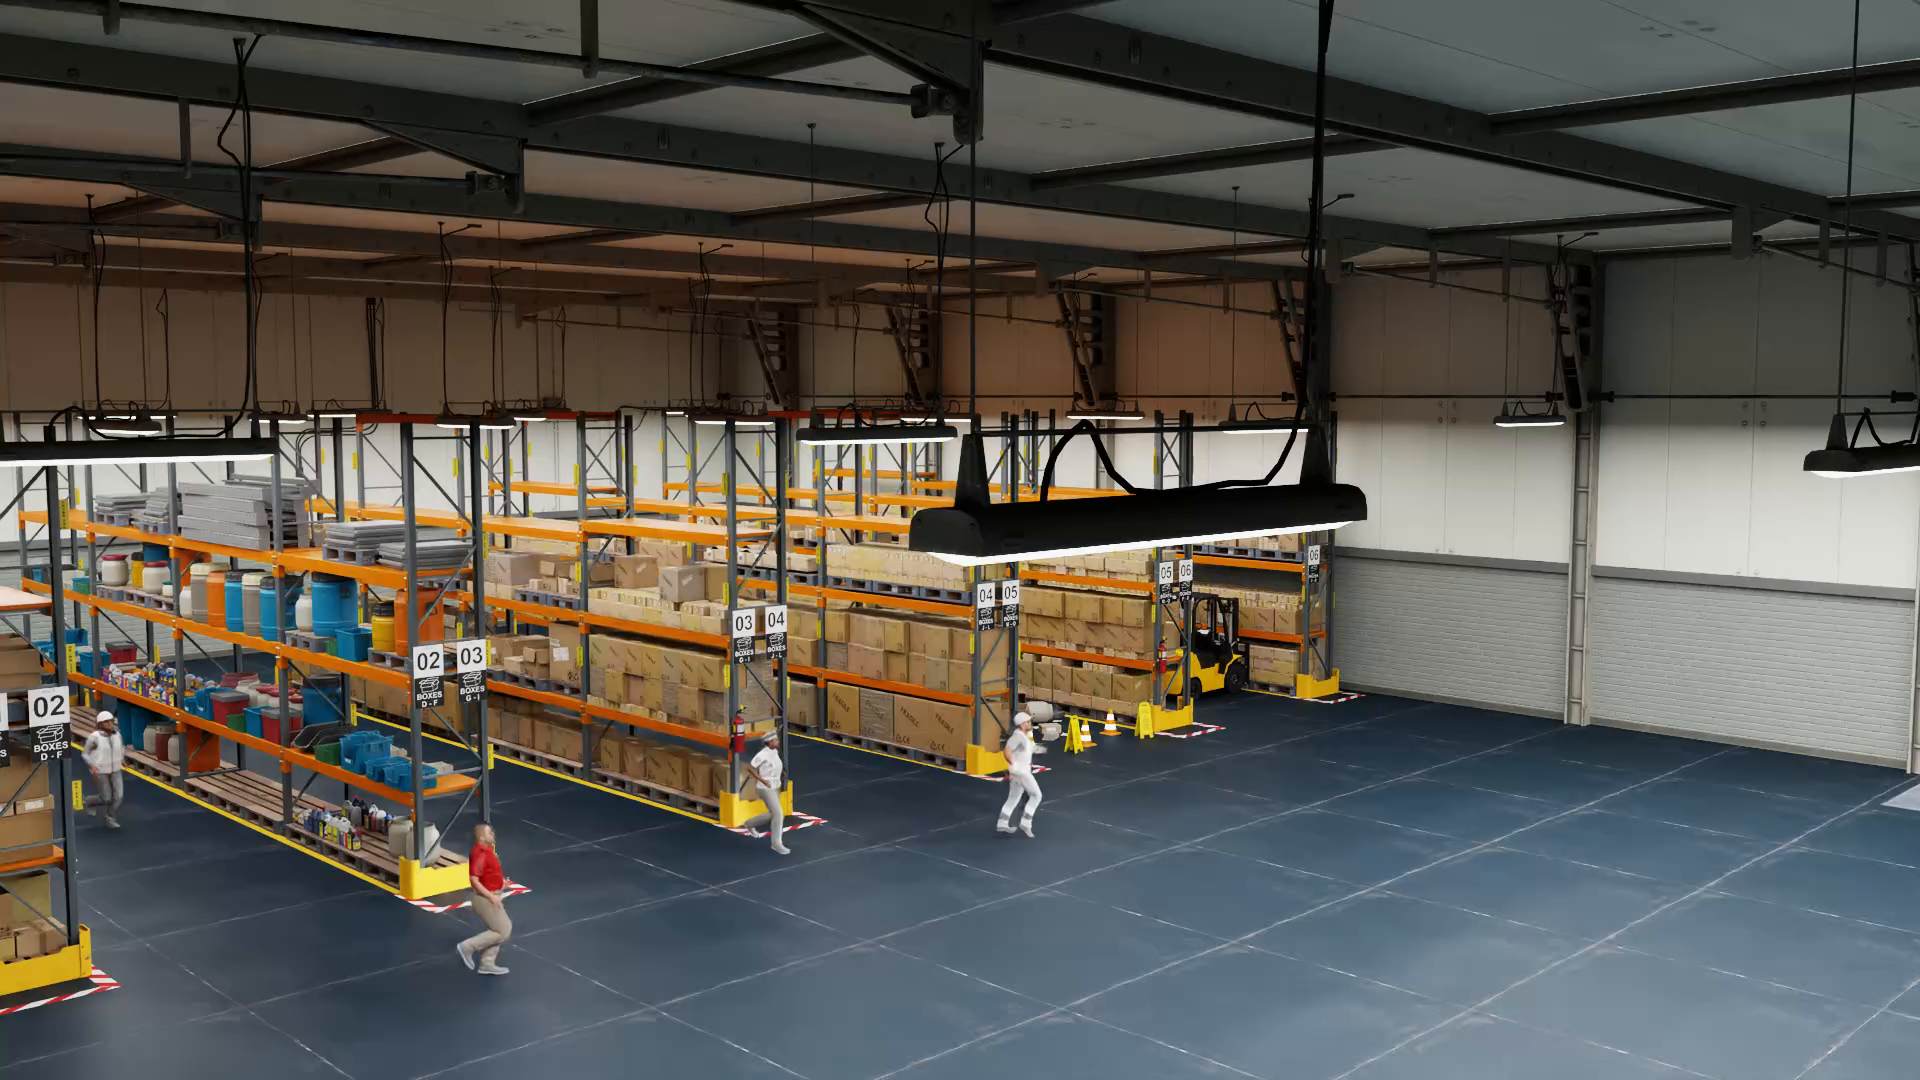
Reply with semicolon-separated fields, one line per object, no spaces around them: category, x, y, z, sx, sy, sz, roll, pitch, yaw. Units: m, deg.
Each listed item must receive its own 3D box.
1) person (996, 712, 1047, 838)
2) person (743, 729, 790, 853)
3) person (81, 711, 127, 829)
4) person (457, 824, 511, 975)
person;0.890;3.379;23.924;0.746;1.832;0.616;0;5;-5
person;-2.690;3.499;23.392;0.839;1.666;0.606;2;5;18
person;-12.569;3.359;24.409;0.637;1.727;0.647;3;6;33
person;-5.199;3.929;18.135;0.598;1.687;0.671;-2;5;-20
